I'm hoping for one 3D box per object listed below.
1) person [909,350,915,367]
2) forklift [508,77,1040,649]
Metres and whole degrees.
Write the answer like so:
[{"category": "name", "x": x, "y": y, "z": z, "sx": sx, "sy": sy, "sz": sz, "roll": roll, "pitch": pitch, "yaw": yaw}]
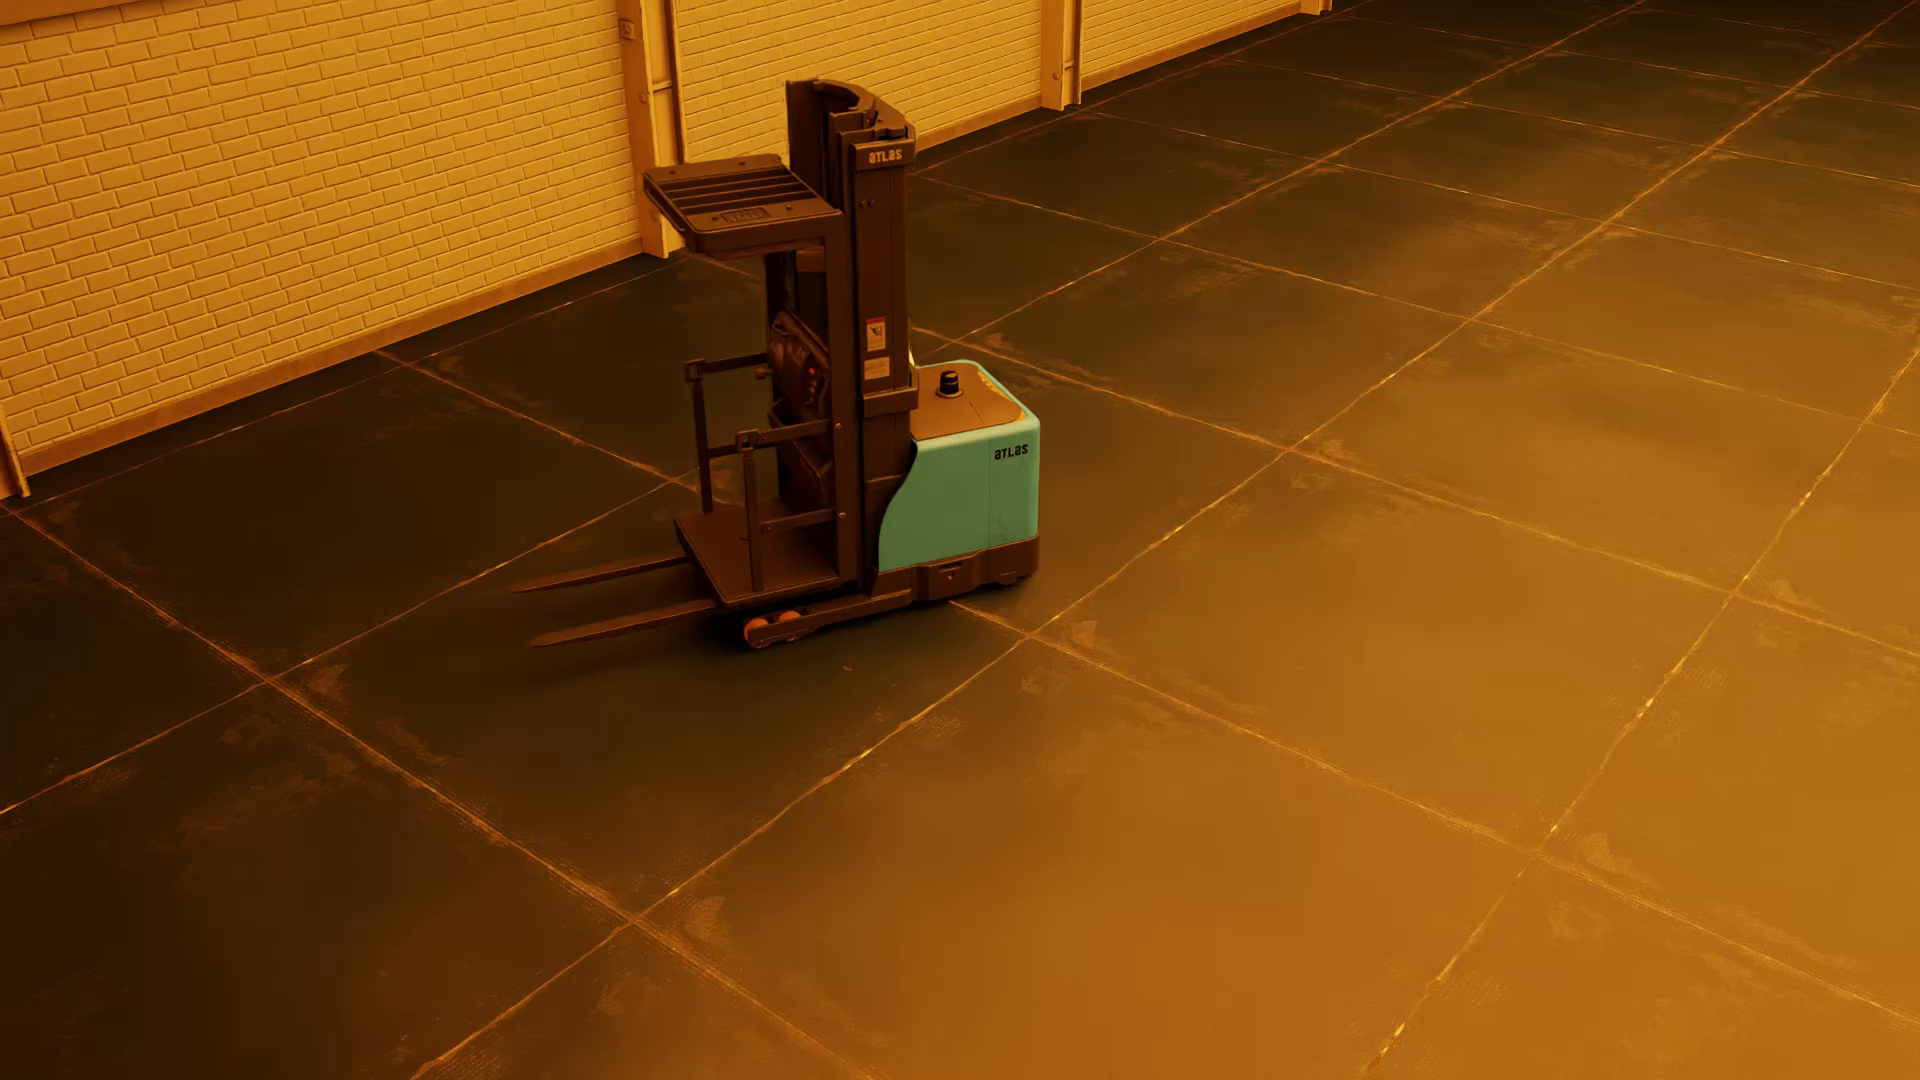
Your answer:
[{"category": "person", "x": -0.494, "y": -1.127, "z": 10.829, "sx": 0.478, "sy": 1.563, "sz": 0.829, "roll": -22, "pitch": 37, "yaw": -33}, {"category": "forklift", "x": -1.086, "y": -0.953, "z": 9.226, "sx": 3.031, "sy": 2.935, "sz": 1.130, "roll": -13, "pitch": 33, "yaw": -20}]
